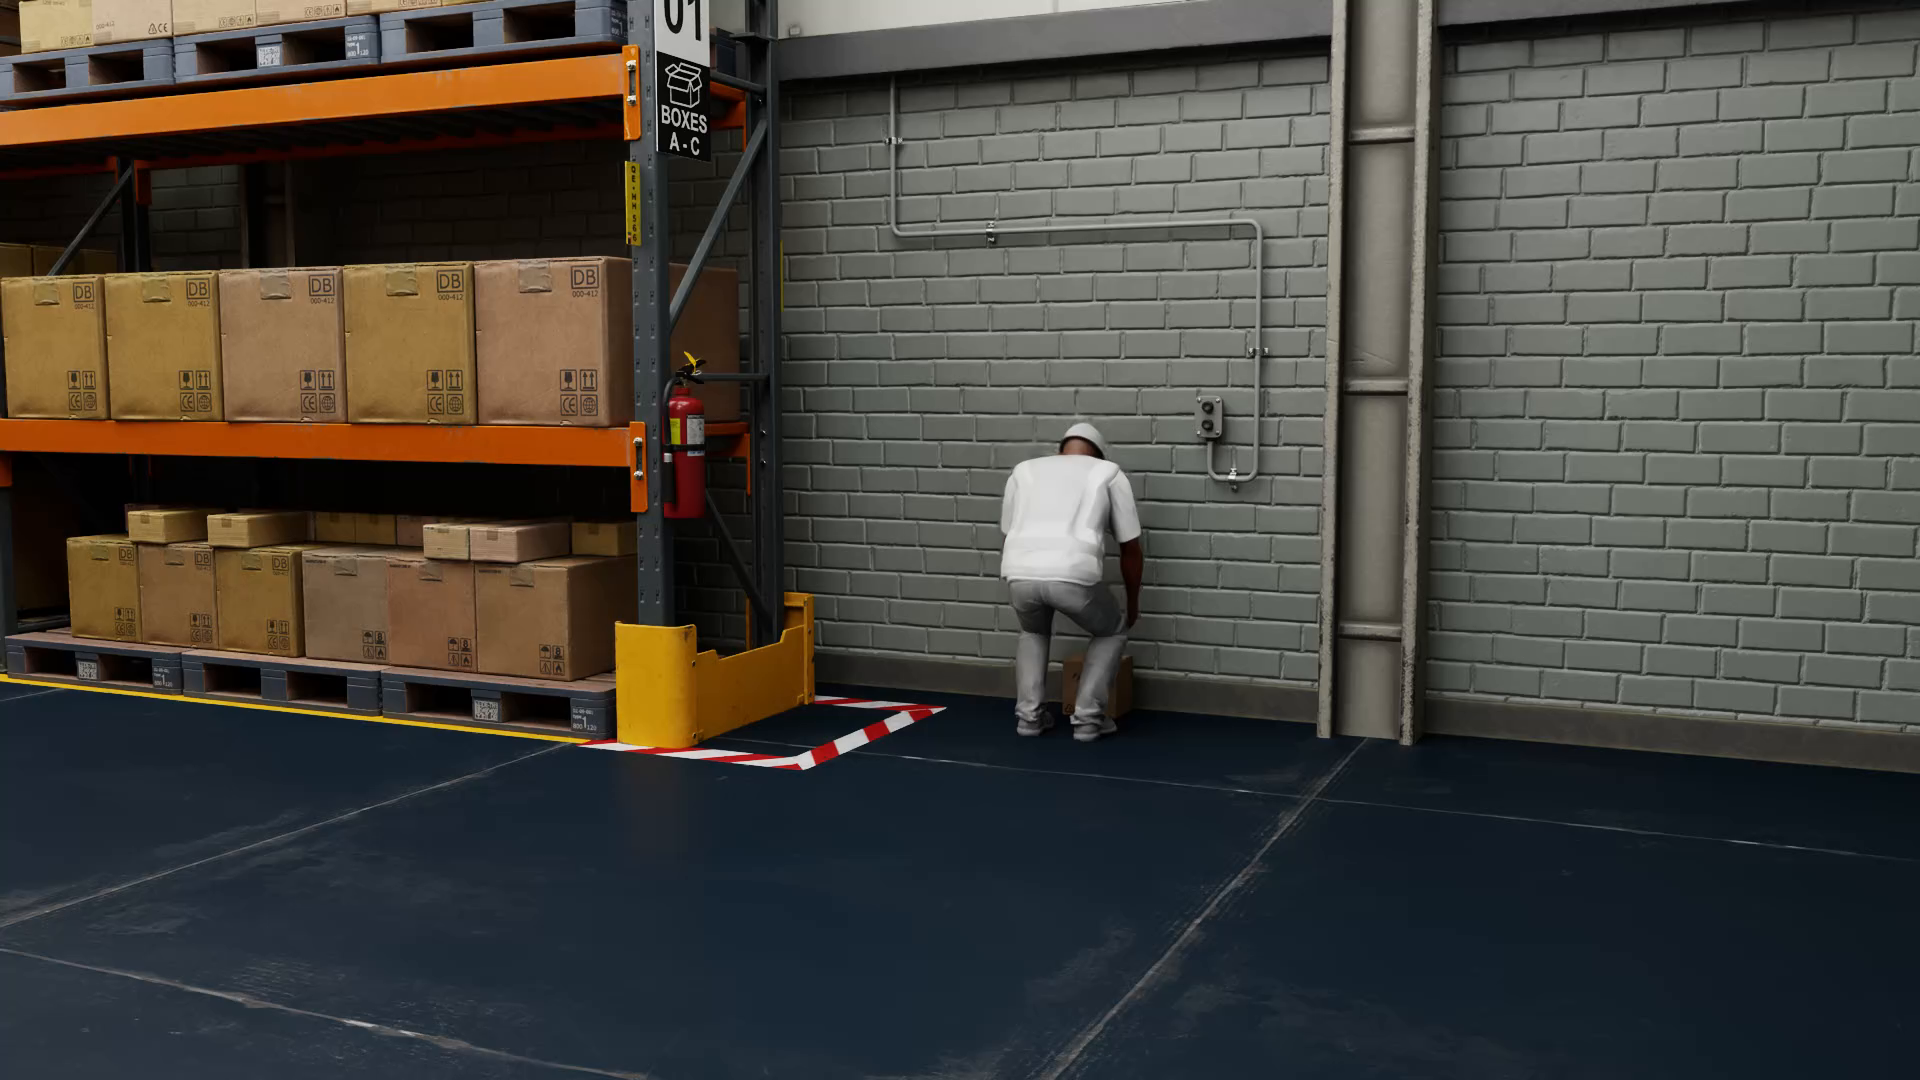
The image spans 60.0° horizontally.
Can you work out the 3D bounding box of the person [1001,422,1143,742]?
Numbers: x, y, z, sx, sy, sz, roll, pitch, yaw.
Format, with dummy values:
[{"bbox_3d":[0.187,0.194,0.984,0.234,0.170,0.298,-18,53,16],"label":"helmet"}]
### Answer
[{"bbox_3d":[0.434,0.162,7.106,0.629,1.313,0.805,2,6,24],"label":"person"}]
